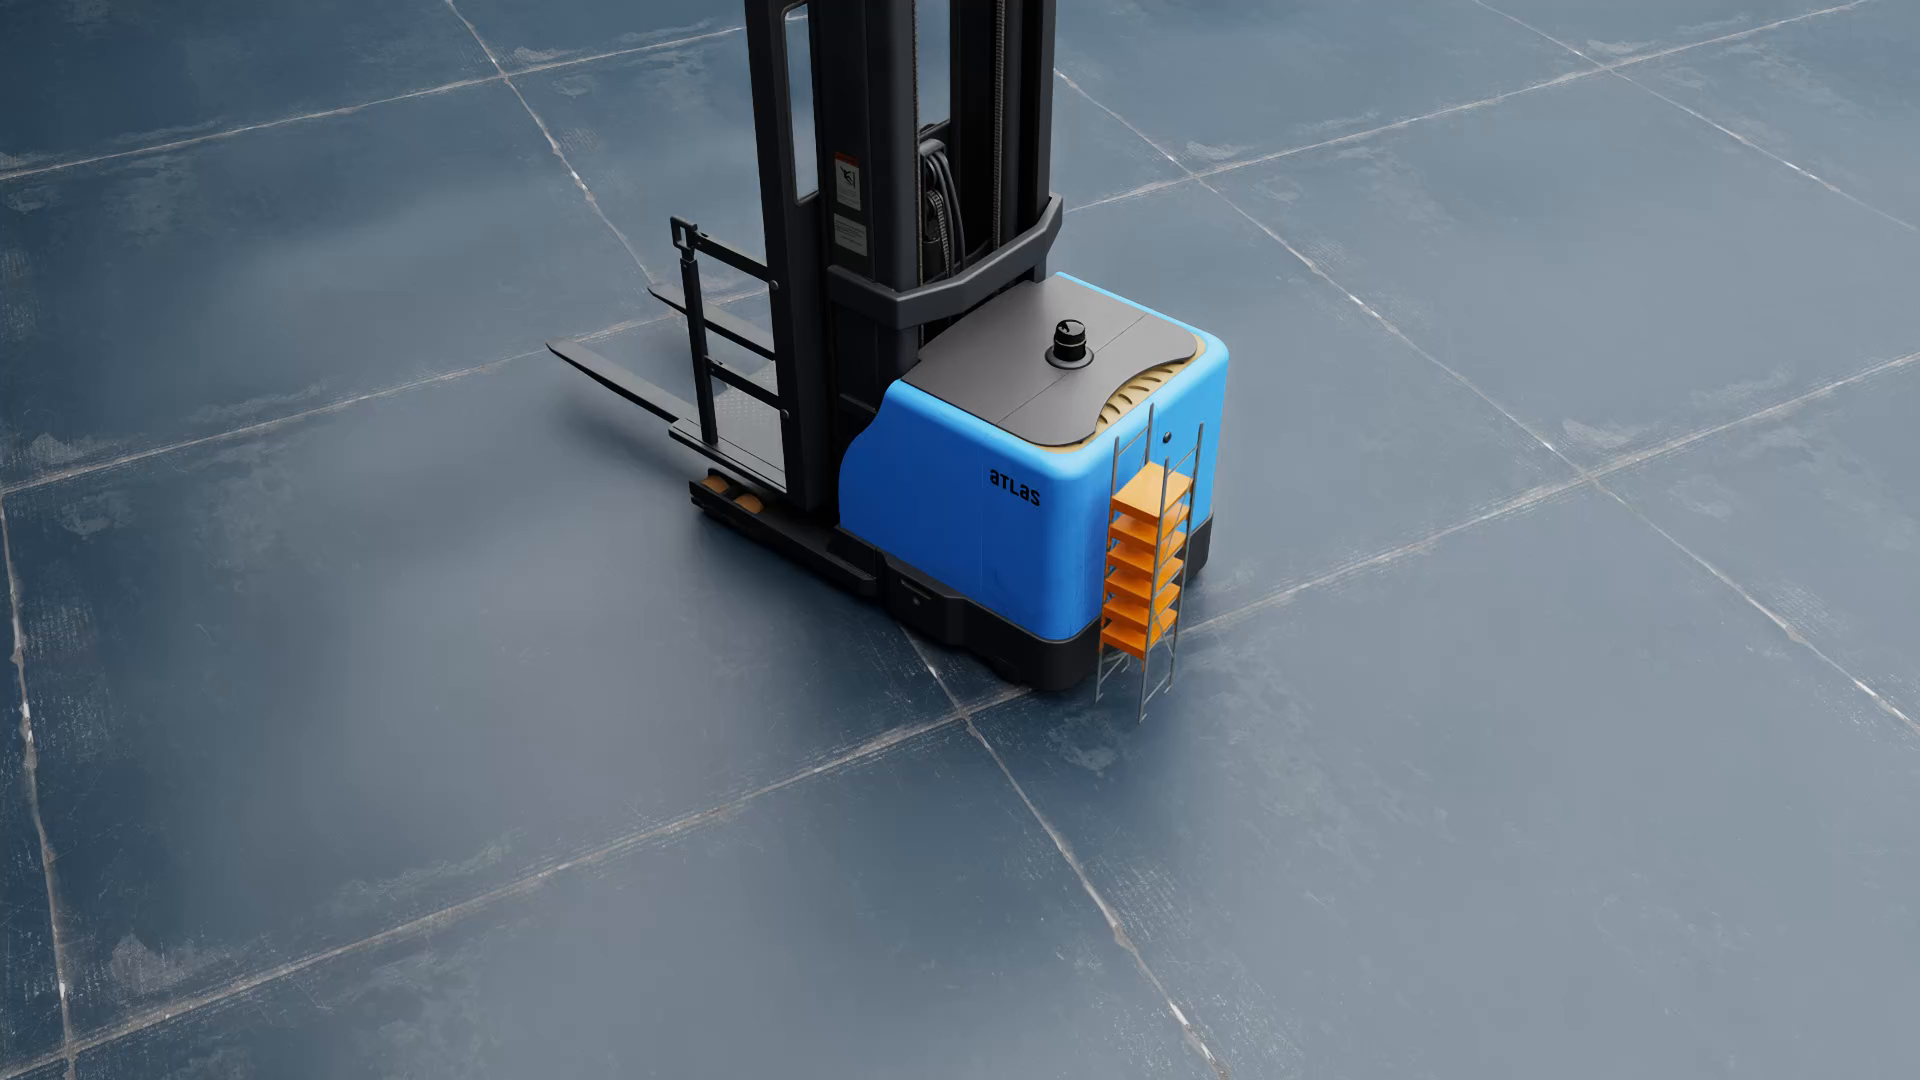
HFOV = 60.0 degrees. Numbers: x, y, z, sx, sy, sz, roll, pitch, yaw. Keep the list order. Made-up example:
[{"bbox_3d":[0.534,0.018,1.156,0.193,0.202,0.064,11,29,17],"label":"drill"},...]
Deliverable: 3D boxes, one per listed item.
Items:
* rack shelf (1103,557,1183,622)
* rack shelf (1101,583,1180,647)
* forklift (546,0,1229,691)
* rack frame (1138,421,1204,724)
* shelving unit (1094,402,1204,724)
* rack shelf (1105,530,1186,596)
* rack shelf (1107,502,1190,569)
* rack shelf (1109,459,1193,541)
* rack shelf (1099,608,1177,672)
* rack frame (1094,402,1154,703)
[{"bbox_3d":[0.636,0.140,5.724,0.180,0.103,0.258,25,46,26],"label":"rack shelf"},{"bbox_3d":[0.636,0.232,5.802,0.180,0.103,0.258,25,46,26],"label":"rack shelf"},{"bbox_3d":[-0.480,-1.375,6.106,3.031,2.935,1.130,28,48,29],"label":"forklift"},{"bbox_3d":[0.711,0.141,5.655,0.006,1.200,0.240,25,46,26],"label":"rack frame"},{"bbox_3d":[0.636,0.106,5.695,0.189,1.200,0.258,25,46,26],"label":"shelving unit"},{"bbox_3d":[0.636,0.049,5.647,0.180,0.103,0.258,25,46,26],"label":"rack shelf"},{"bbox_3d":[0.637,-0.043,5.569,0.180,0.103,0.258,25,46,26],"label":"rack shelf"},{"bbox_3d":[0.637,-0.134,5.491,0.180,0.103,0.258,25,46,26],"label":"rack shelf"},{"bbox_3d":[0.636,0.323,5.880,0.180,0.103,0.258,25,46,26],"label":"rack shelf"},{"bbox_3d":[0.561,0.072,5.736,0.006,1.200,0.240,25,46,26],"label":"rack frame"}]
